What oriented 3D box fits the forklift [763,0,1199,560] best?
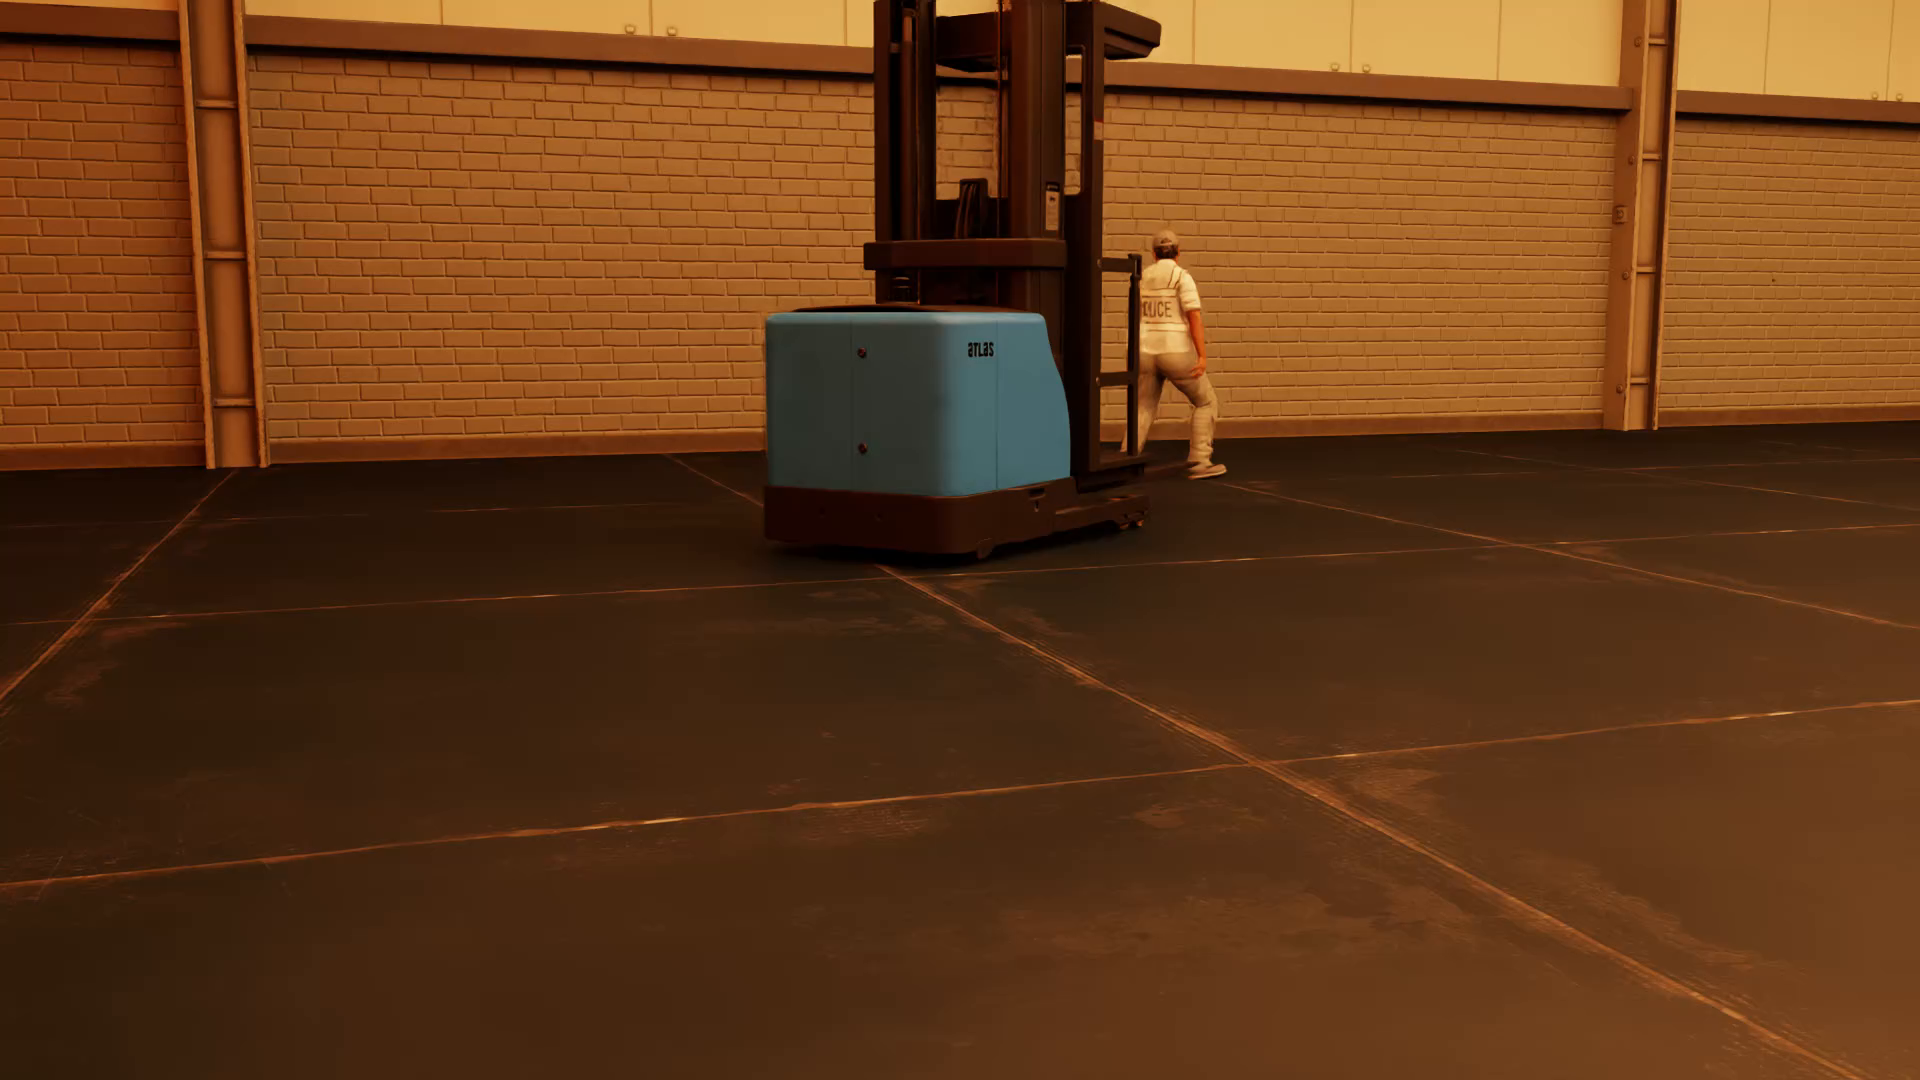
[{"bbox_3d":[0.310,-1.527,8.276,1.130,2.935,3.031,5,9,31],"label":"forklift"}]

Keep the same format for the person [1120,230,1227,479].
[{"bbox_3d":[1.374,-1.198,10.790,0.599,1.613,0.648,7,10,41],"label":"person"}]
